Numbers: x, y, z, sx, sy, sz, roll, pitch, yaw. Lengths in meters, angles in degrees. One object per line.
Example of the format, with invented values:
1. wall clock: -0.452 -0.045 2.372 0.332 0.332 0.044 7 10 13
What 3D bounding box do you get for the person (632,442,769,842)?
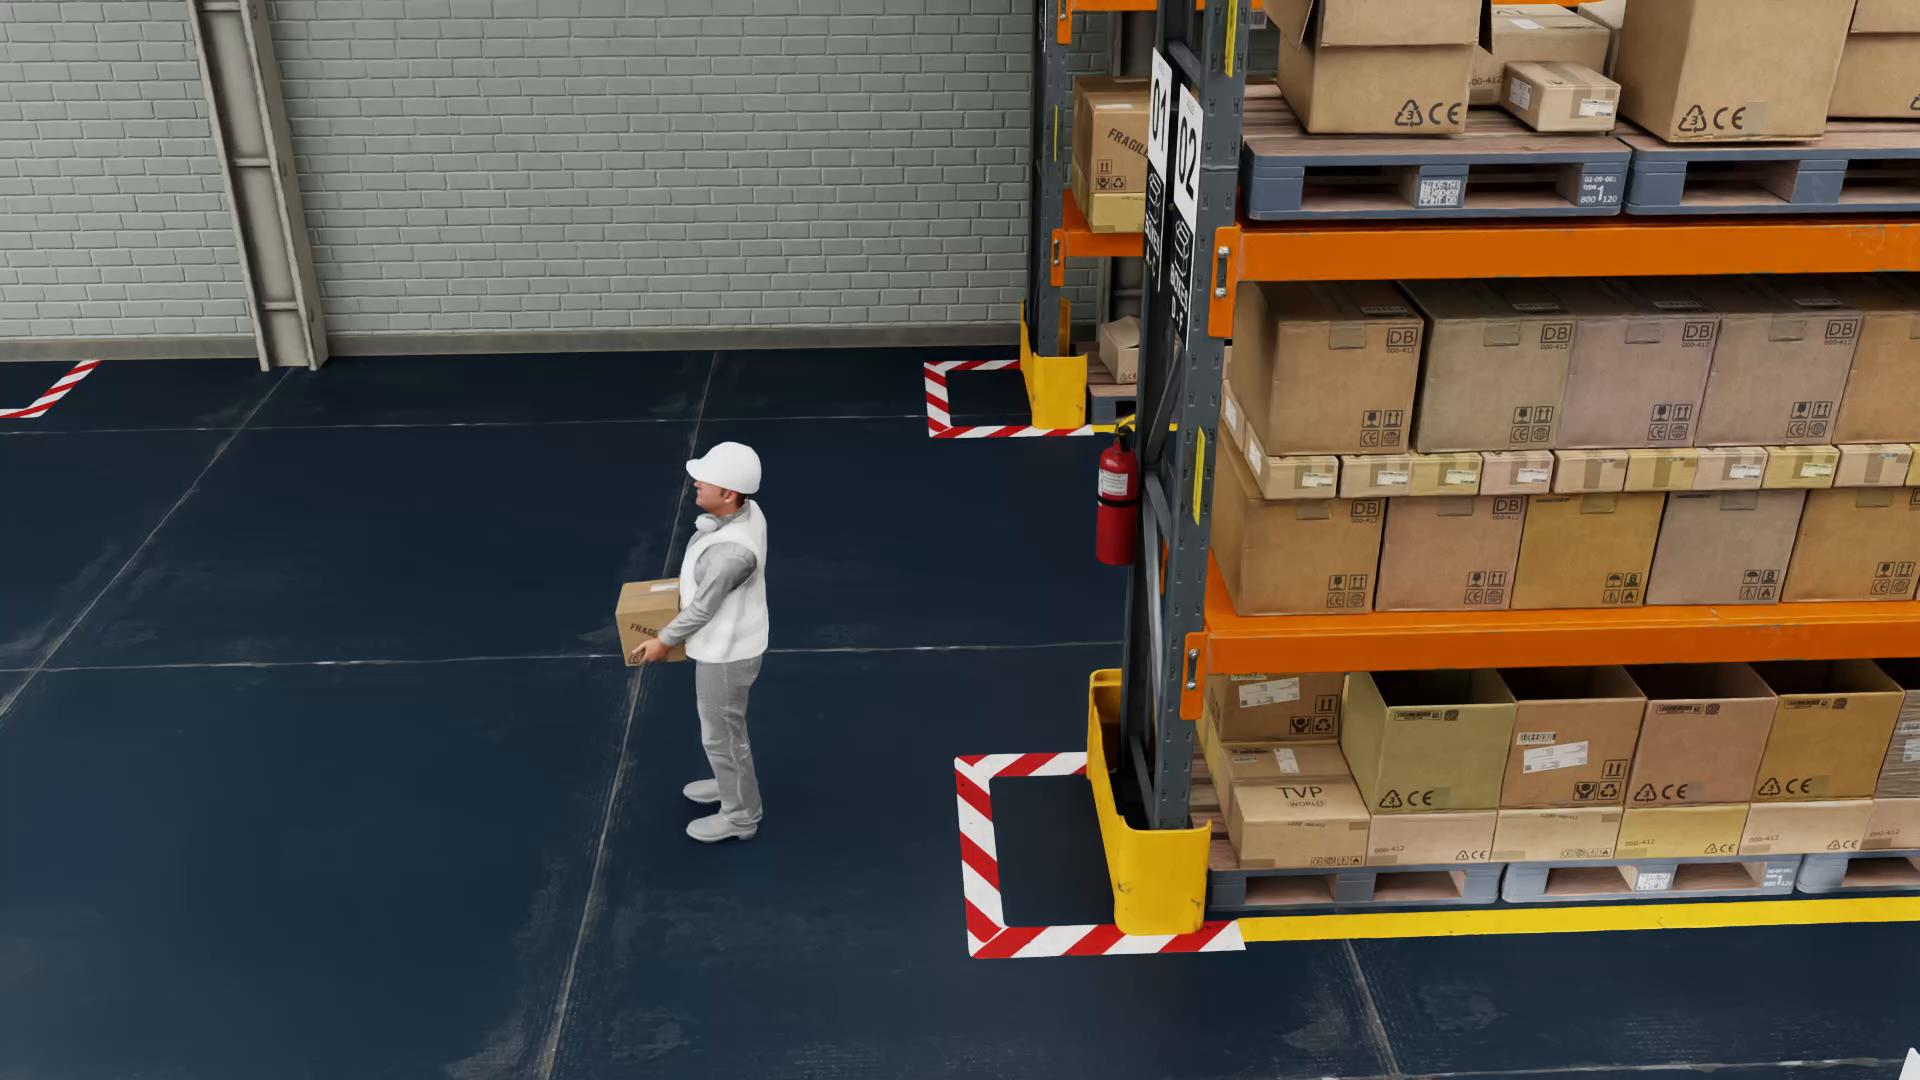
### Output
1. person: -1.042 0.418 6.782 0.548 1.774 0.501 -1 27 -3
